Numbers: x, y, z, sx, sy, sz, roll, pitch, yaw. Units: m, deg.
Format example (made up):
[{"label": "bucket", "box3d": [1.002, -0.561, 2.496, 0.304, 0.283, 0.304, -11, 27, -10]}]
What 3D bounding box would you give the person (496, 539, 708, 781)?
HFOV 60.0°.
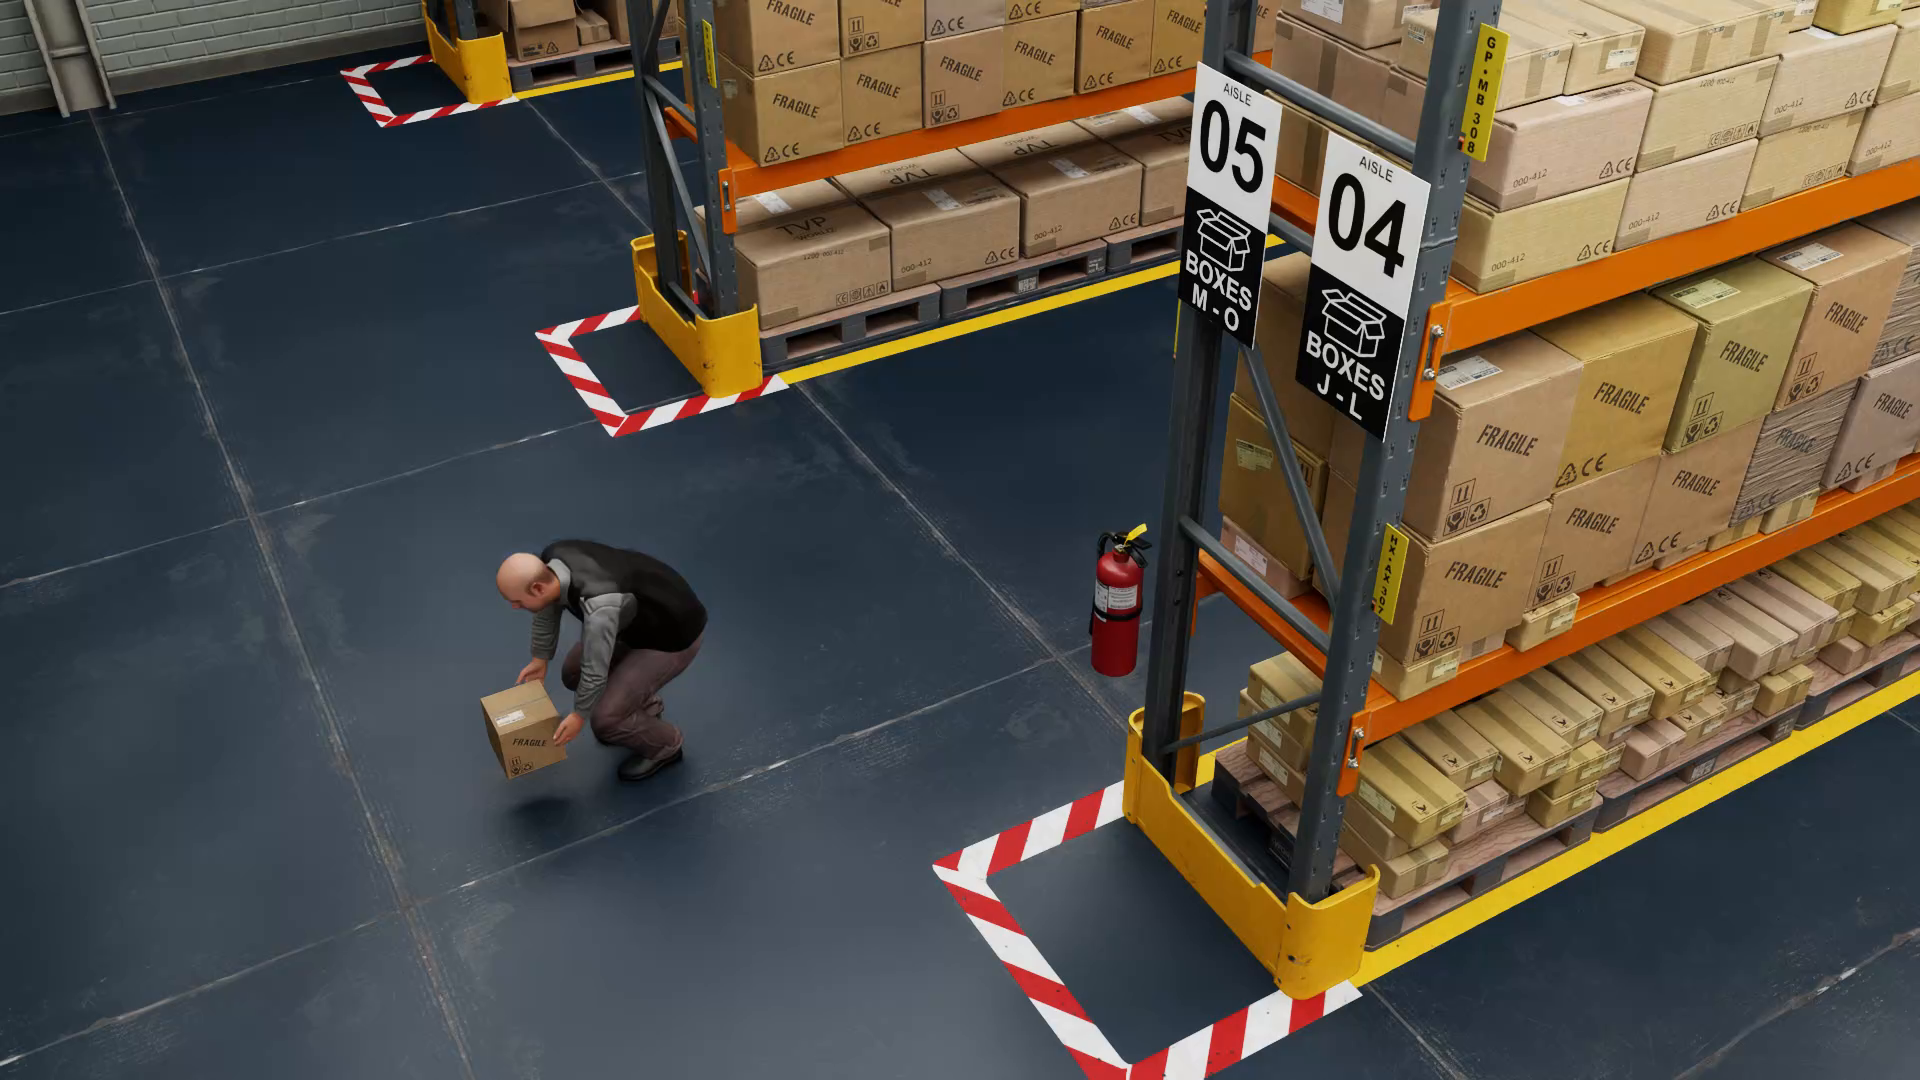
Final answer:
[{"label": "person", "box3d": [-1.417, 0.452, 6.777, 0.798, 1.205, 0.579, -19, 41, -24]}]
